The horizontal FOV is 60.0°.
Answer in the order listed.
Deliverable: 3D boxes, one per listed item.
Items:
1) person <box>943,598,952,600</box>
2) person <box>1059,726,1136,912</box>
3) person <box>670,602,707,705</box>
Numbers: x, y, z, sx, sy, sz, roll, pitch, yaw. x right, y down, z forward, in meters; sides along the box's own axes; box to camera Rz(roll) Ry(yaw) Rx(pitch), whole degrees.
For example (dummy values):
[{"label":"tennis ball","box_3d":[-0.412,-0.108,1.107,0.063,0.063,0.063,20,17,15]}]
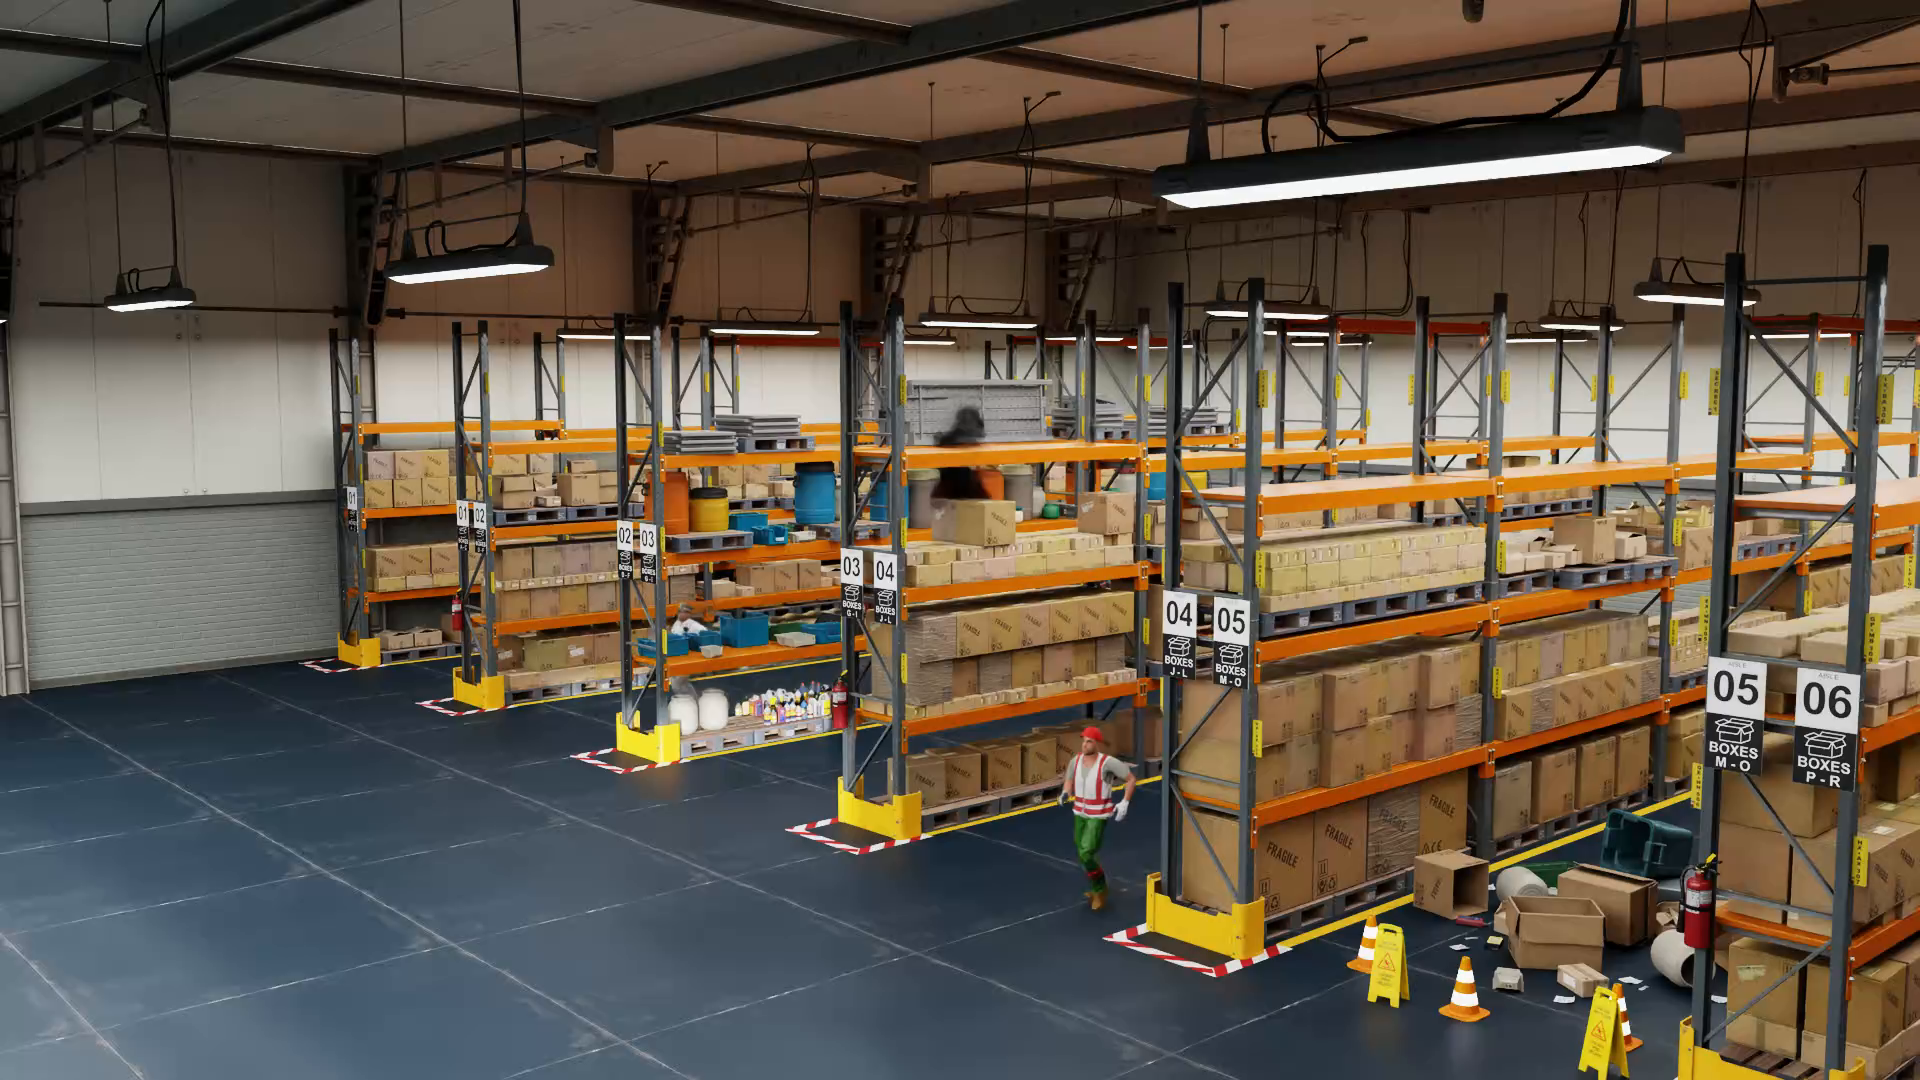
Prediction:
[{"label":"person","box_3d":[-0.255,1.433,29.275,0.576,1.640,0.892,5,8,41]},{"label":"person","box_3d":[1.273,2.702,16.096,0.696,1.809,0.692,5,8,42]},{"label":"person","box_3d":[-4.145,1.834,24.902,0.727,1.836,0.640,-5,7,-40]}]
